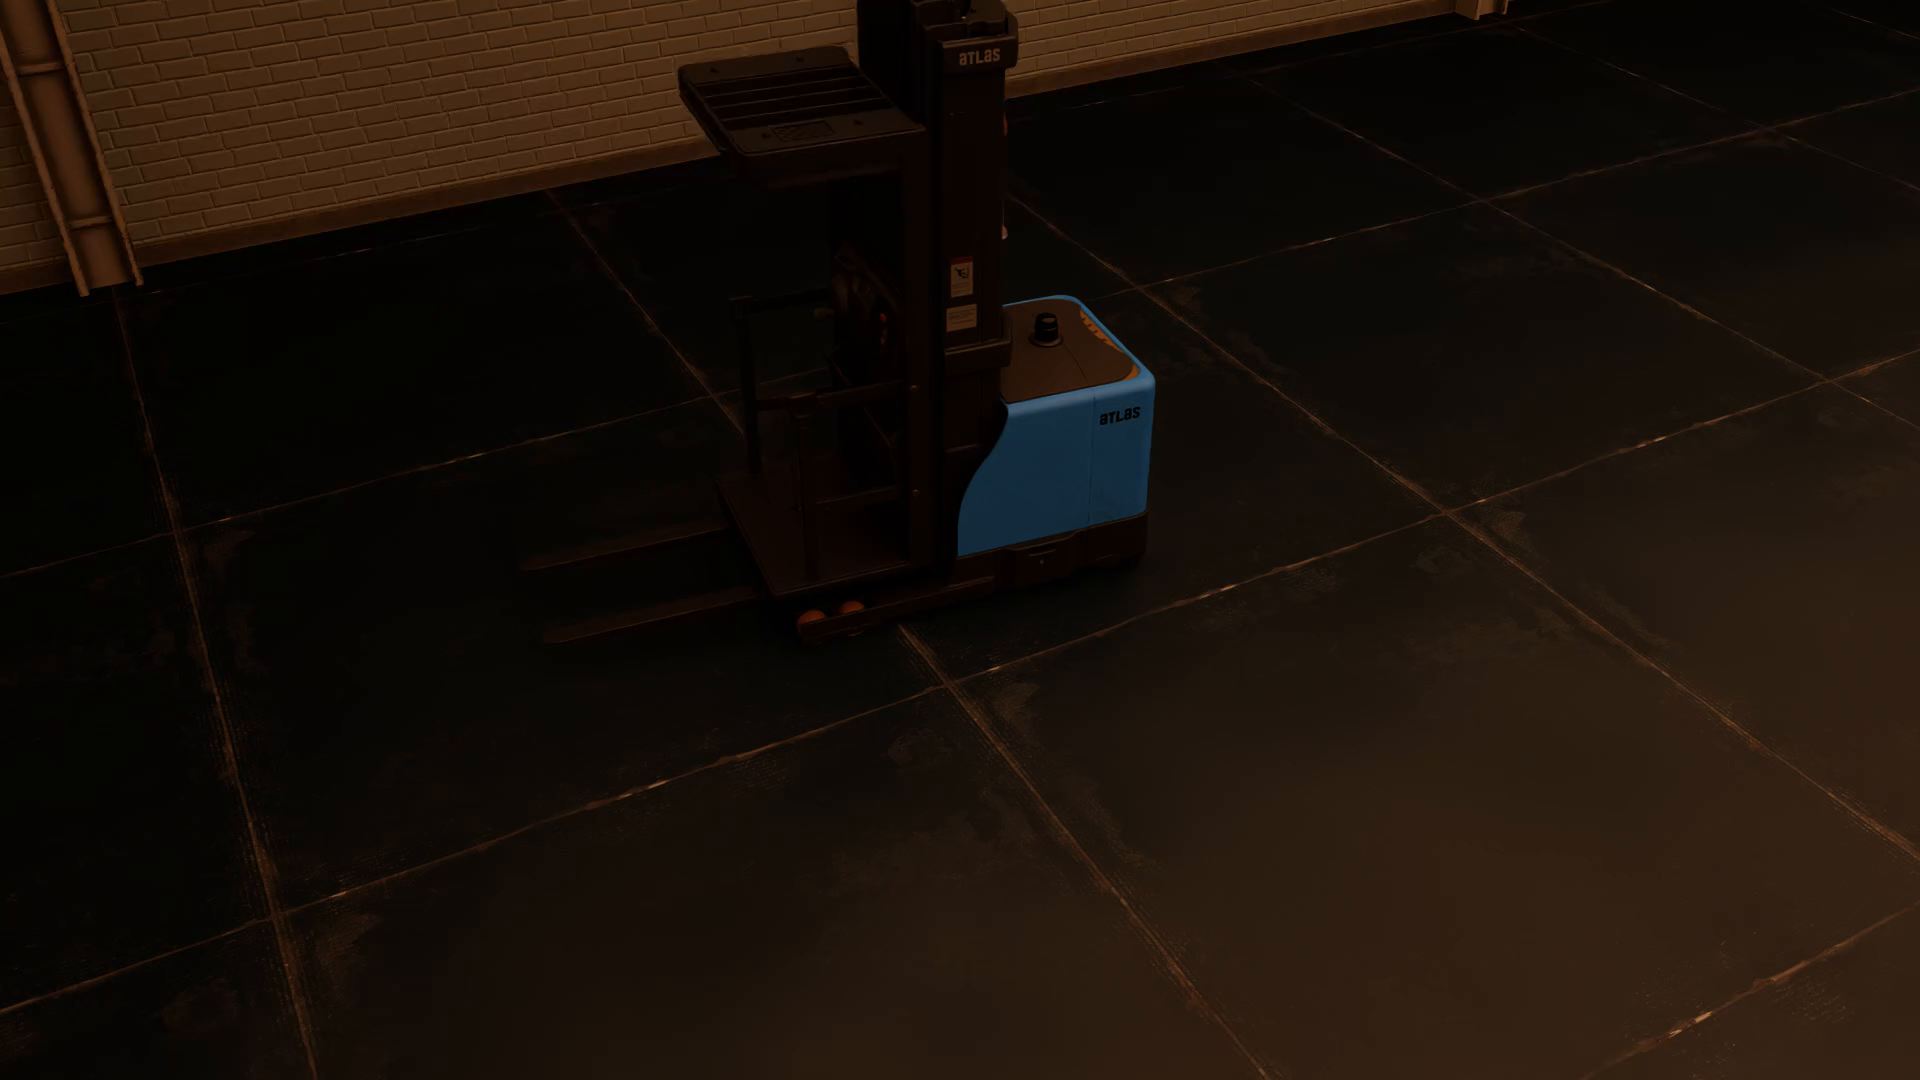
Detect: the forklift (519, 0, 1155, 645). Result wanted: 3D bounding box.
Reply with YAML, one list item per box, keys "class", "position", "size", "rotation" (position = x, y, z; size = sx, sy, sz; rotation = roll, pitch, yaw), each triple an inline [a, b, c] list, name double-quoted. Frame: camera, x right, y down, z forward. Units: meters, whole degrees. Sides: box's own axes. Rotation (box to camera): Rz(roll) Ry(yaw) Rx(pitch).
- class: "forklift"
  position: [-0.620, -1.040, 7.594]
  size: [3.031, 2.935, 1.130]
  rotation: [-13, 37, -17]

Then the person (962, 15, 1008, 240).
- class: "person"
  position: [-0.007, -2.867, 11.304]
  size: [0.696, 1.636, 0.394]
  rotation: [1, 35, 2]
